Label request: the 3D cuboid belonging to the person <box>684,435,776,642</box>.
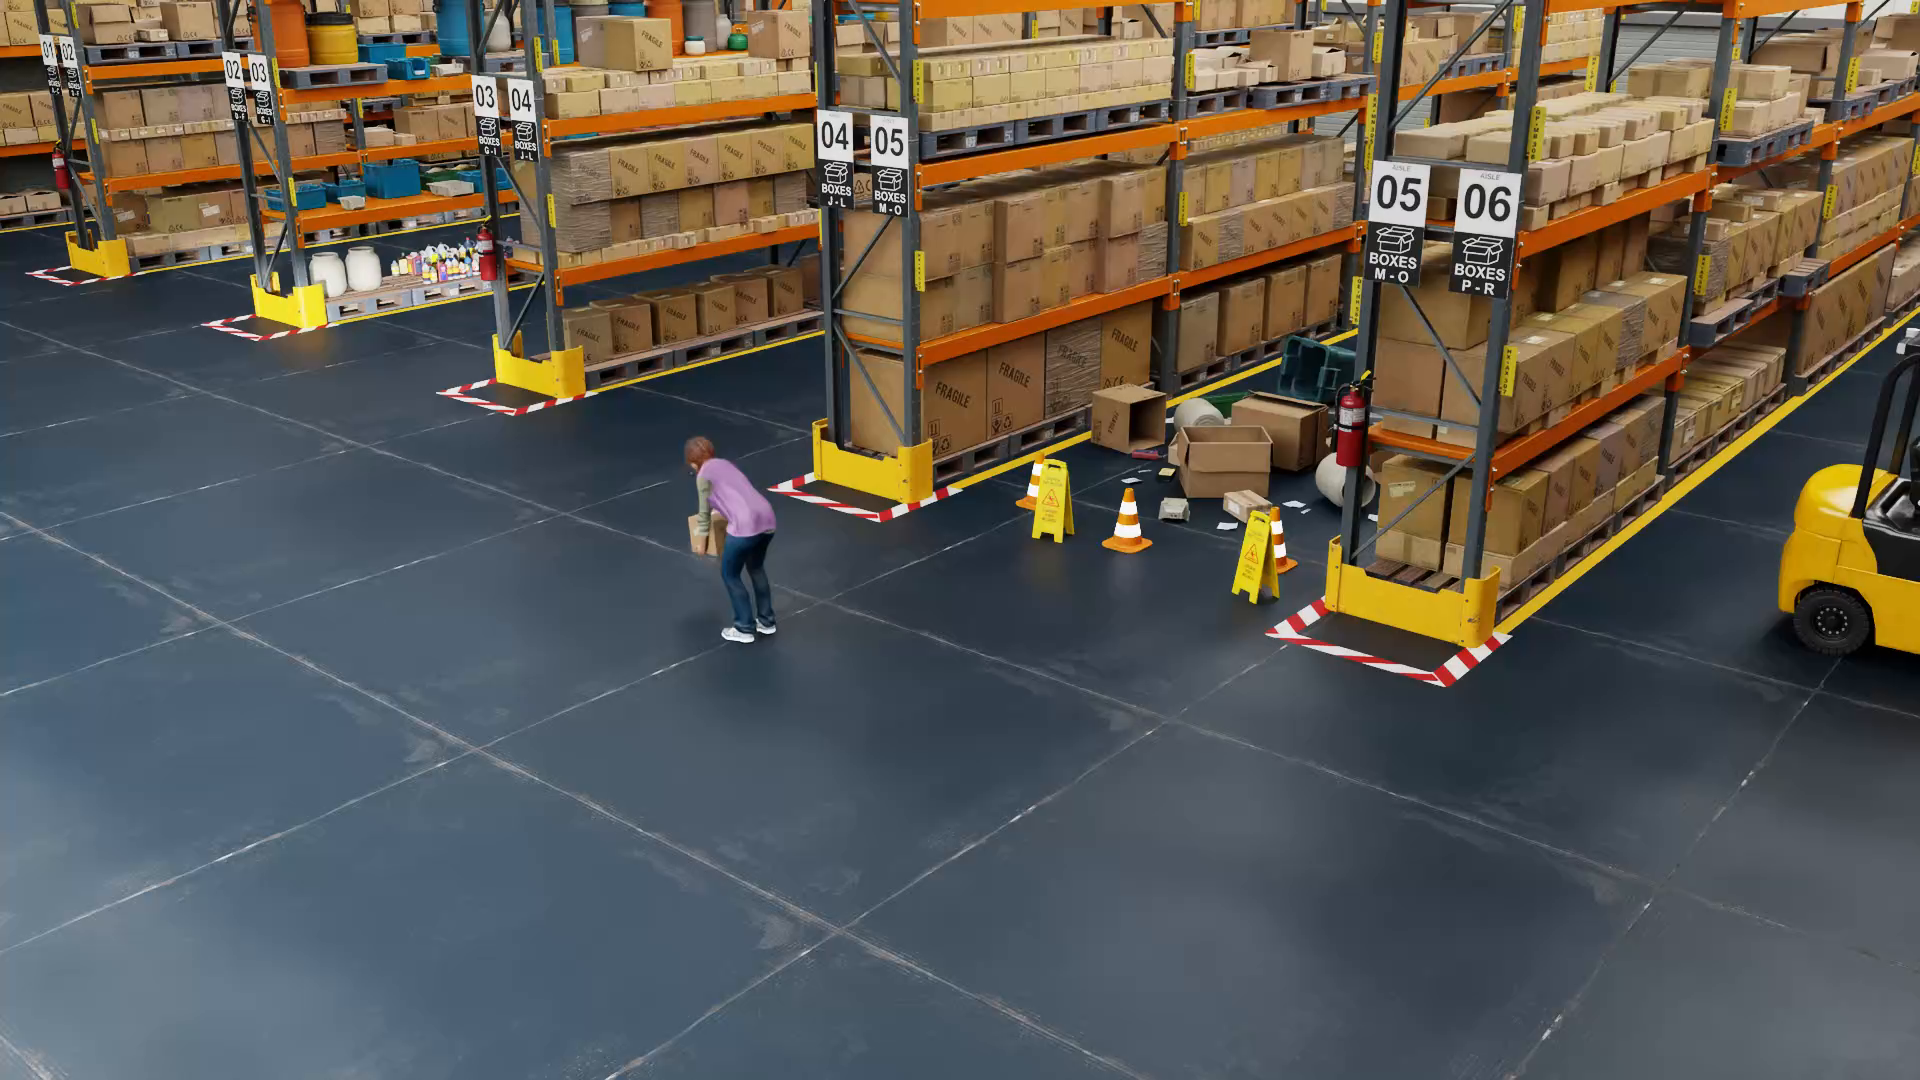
[{"bbox_3d":[-1.586,-0.010,11.452,0.737,1.370,0.377,15,25,35],"label":"person"}]
